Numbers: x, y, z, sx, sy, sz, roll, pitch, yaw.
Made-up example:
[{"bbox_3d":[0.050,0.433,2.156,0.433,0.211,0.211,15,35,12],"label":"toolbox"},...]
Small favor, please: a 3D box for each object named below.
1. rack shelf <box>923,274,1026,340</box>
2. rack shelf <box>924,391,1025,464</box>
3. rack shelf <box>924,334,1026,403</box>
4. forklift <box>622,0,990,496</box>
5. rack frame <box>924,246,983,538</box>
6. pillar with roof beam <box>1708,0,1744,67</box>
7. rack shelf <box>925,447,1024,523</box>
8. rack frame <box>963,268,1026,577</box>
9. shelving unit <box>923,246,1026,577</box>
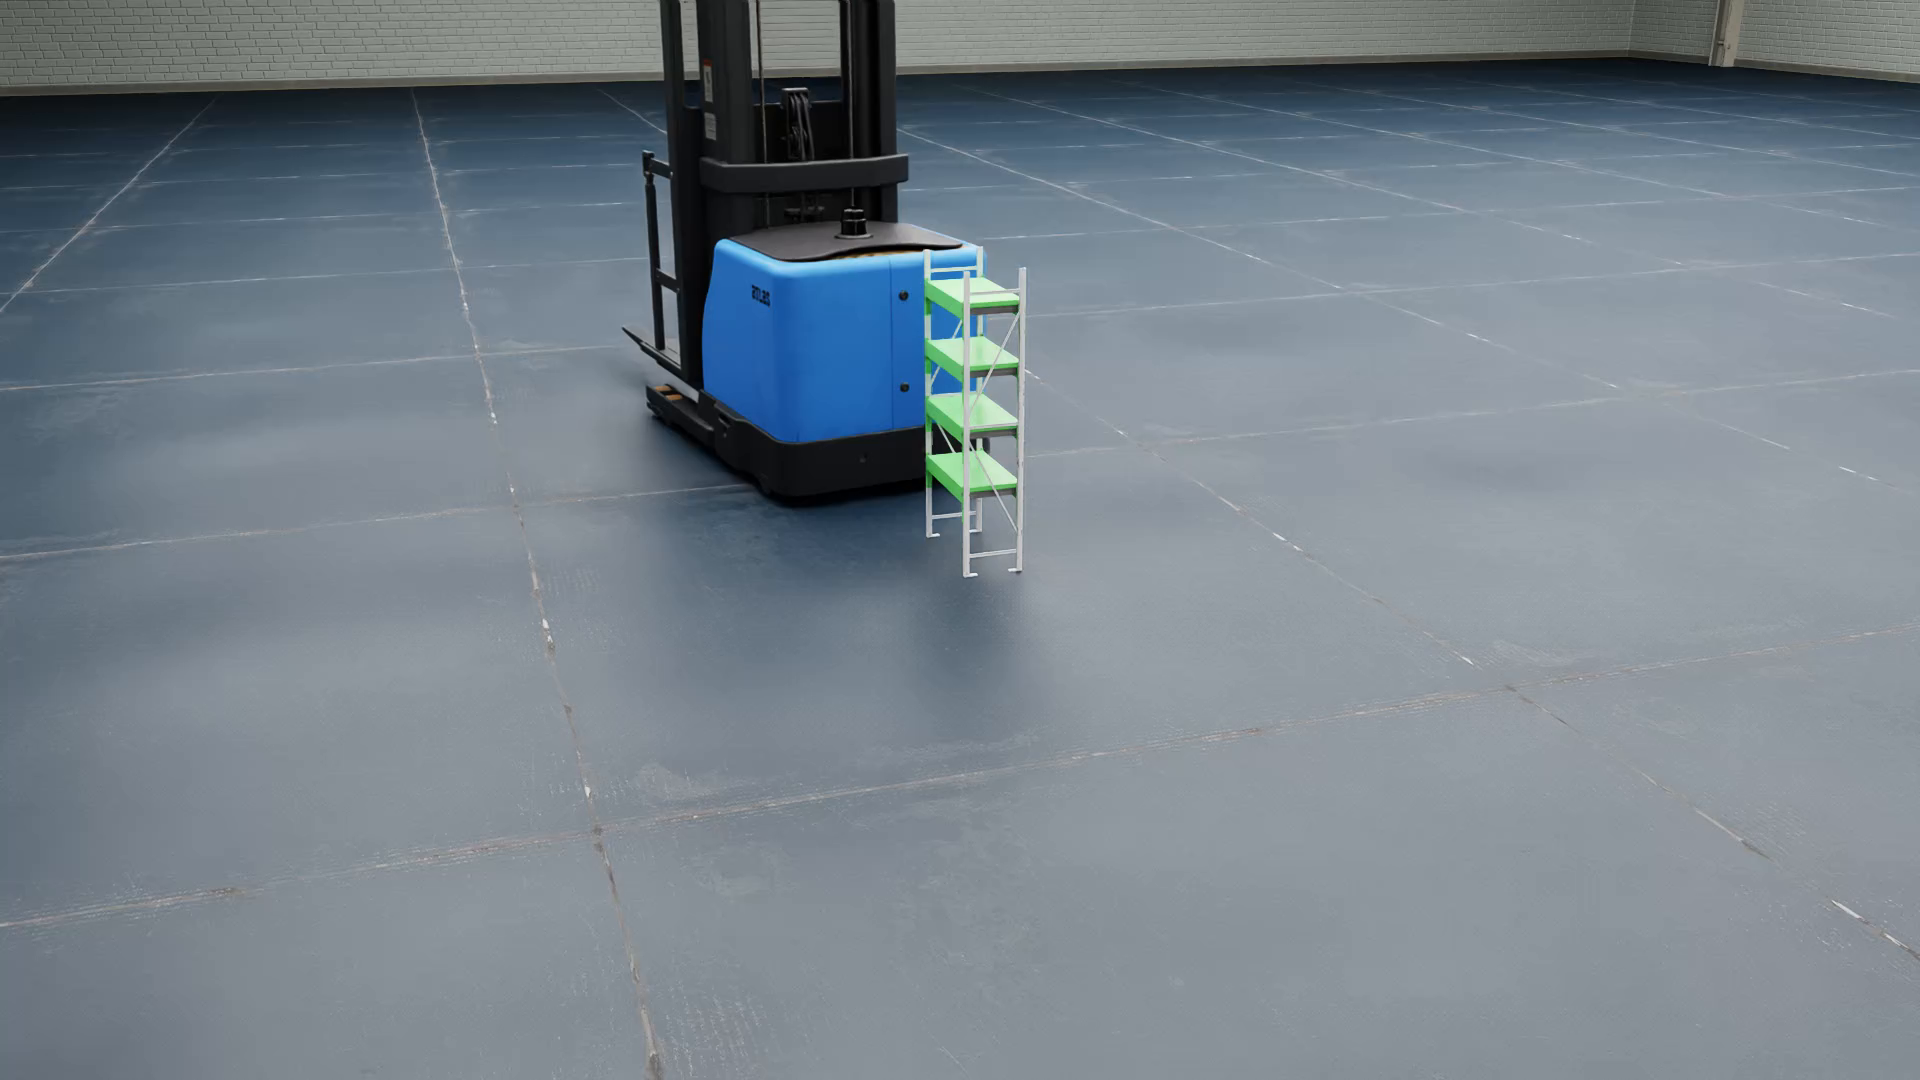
[{"bbox_3d":[0.052,-0.903,6.425,0.258,0.148,0.480,-6,21,-17],"label":"rack shelf"},{"bbox_3d":[0.052,-0.451,6.587,0.258,0.148,0.480,-6,21,-17],"label":"rack shelf"},{"bbox_3d":[0.052,-0.677,6.506,0.258,0.148,0.480,-6,21,-17],"label":"rack shelf"},{"bbox_3d":[-0.987,-2.024,8.216,1.130,2.935,3.031,-10,22,-26],"label":"forklift"},{"bbox_3d":[-0.025,-0.590,6.784,0.240,1.200,0.015,-6,21,-17],"label":"rack frame"},{"bbox_3d":[11.267,-13.340,30.743,9.100,9.000,0.400,-6,21,-17],"label":"pillar with roof beam"},{"bbox_3d":[0.052,-0.226,6.669,0.258,0.148,0.480,-6,21,-17],"label":"rack shelf"},{"bbox_3d":[0.129,-0.433,6.348,0.240,1.200,0.015,-6,21,-17],"label":"rack frame"},{"bbox_3d":[0.052,-0.512,6.566,0.258,1.200,0.503,-6,21,-17],"label":"shelving unit"}]
